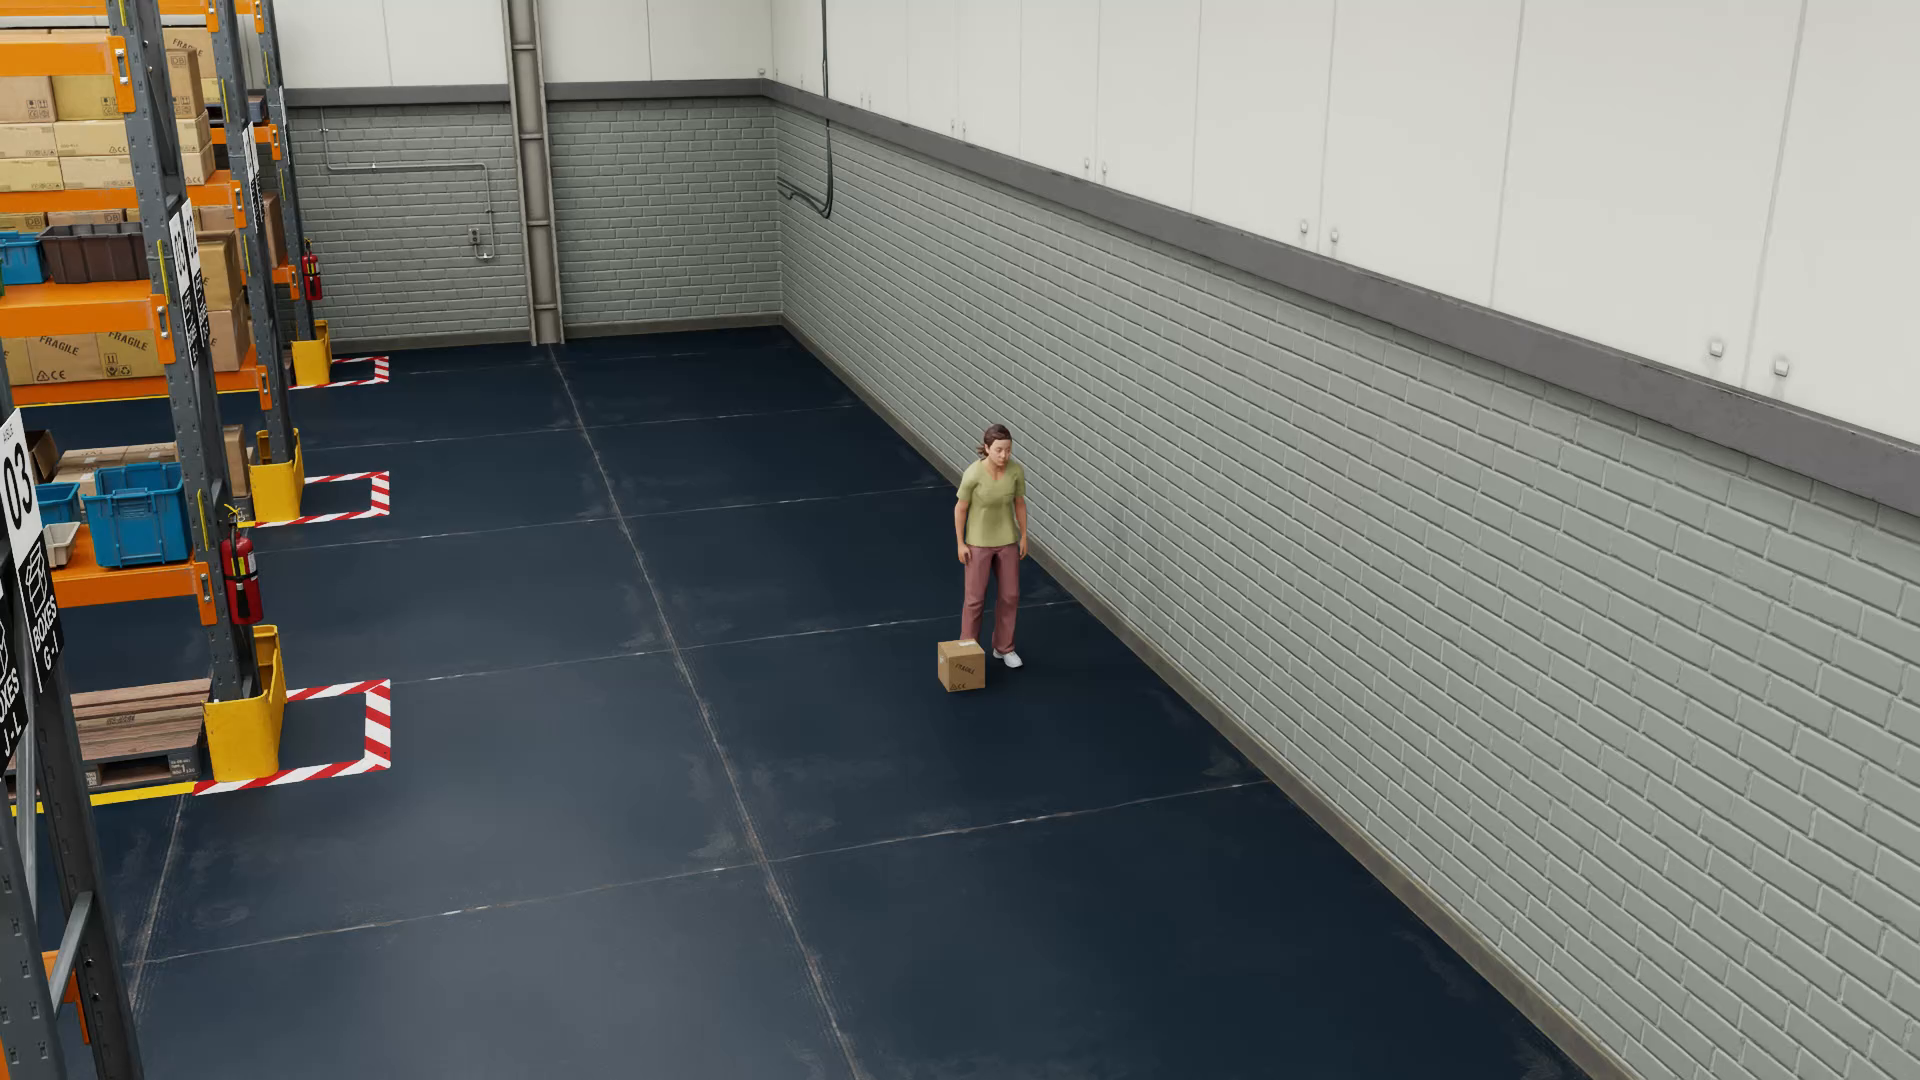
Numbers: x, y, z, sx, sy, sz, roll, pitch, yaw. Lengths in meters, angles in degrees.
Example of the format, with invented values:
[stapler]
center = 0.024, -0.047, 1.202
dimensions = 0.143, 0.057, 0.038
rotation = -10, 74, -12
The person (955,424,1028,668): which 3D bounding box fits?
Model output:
[person]
center = 0.219, 0.040, 10.955
dimensions = 0.499, 1.673, 0.359
rotation = -6, 20, -17
